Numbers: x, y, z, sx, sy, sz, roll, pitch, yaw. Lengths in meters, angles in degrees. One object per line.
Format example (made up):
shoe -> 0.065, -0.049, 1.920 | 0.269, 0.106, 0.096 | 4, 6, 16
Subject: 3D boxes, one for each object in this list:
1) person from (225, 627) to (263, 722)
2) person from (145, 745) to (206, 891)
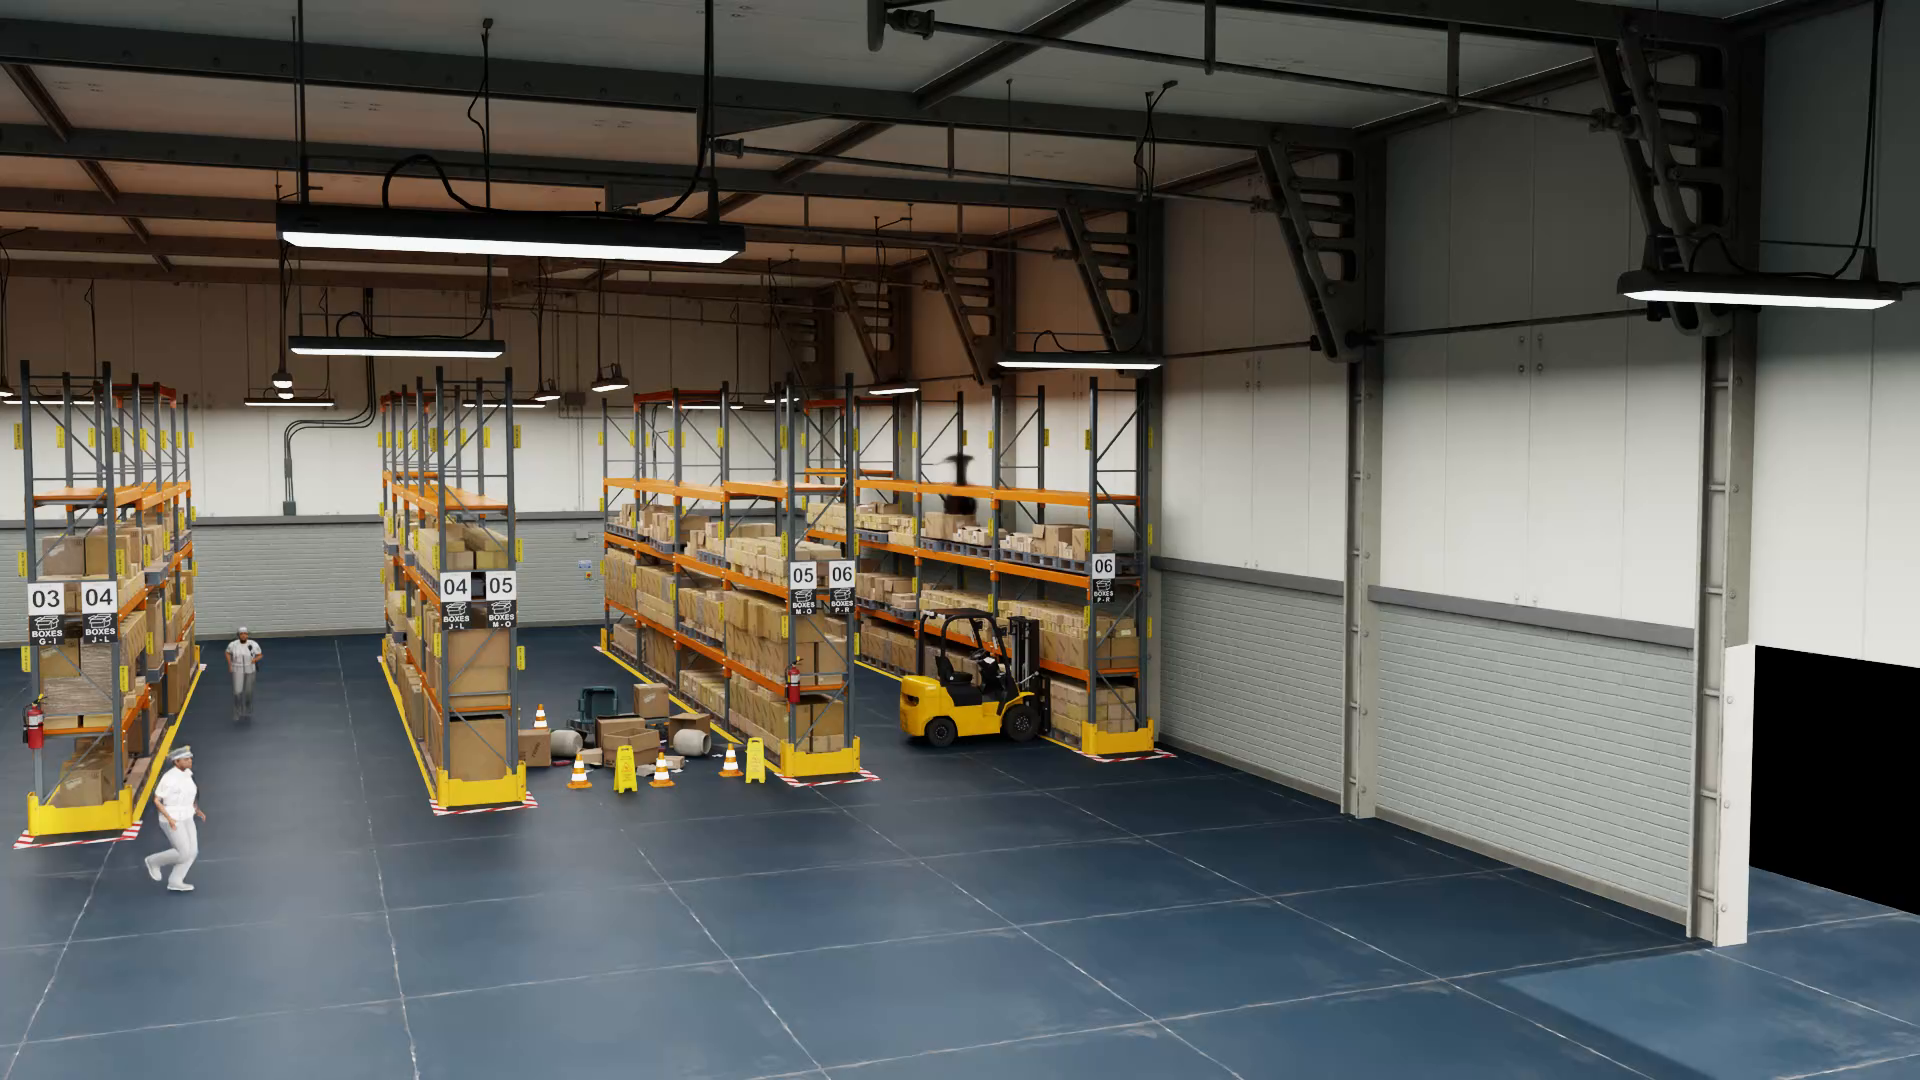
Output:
person -> -12.782, 2.403, 29.708 | 0.613, 1.693, 0.694 | -2, 4, -25
person -> -8.713, 3.086, 18.442 | 0.574, 1.628, 0.563 | 1, 3, 11
